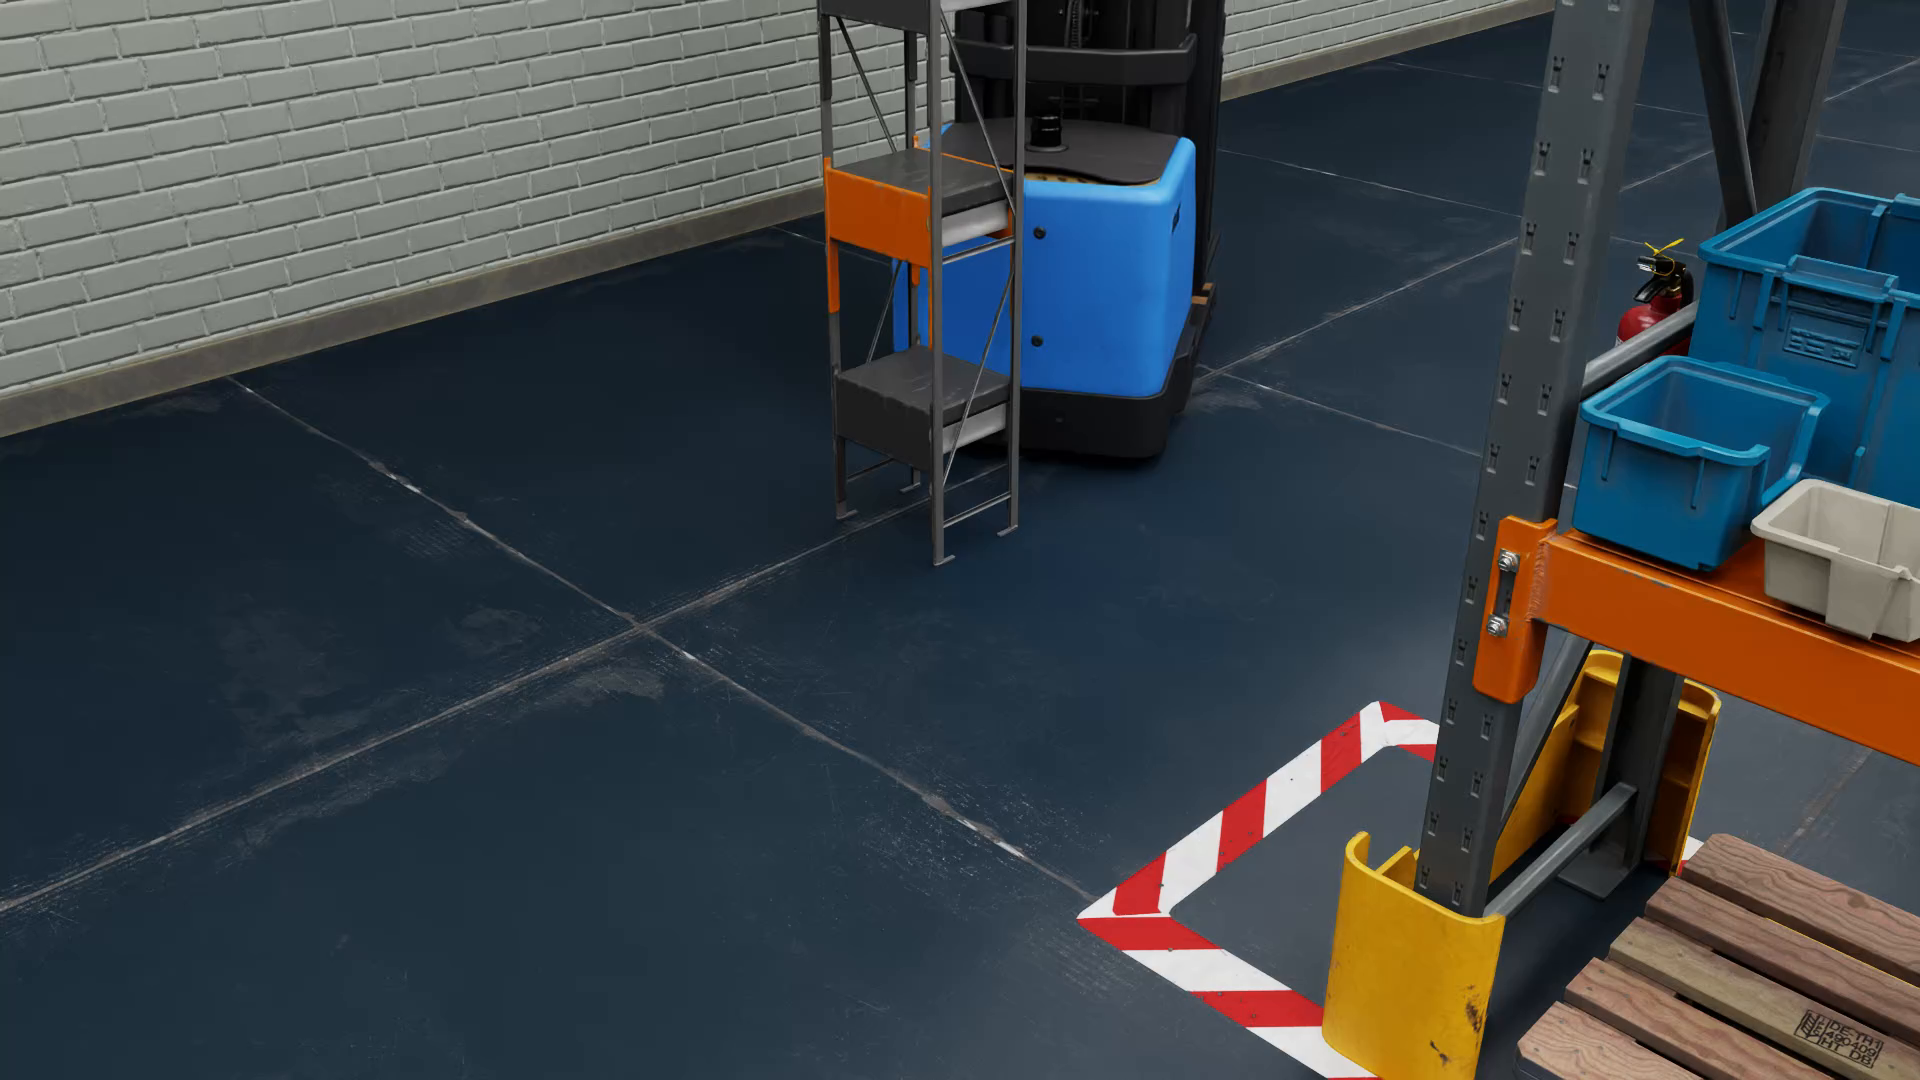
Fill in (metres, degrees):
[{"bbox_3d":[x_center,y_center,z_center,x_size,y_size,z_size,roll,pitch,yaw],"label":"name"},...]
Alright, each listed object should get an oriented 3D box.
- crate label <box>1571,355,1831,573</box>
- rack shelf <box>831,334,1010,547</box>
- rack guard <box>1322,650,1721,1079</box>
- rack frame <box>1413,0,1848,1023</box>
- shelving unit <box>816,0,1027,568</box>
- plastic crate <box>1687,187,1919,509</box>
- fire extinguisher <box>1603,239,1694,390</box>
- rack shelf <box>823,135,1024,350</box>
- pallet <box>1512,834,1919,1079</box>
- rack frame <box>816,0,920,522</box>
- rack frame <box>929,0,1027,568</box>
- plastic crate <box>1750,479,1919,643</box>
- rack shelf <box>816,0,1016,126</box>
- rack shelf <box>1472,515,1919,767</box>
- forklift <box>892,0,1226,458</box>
[{"bbox_3d":[1.276,-0.132,2.894,0.303,0.233,0.416,25,36,38],"label":"crate label"},{"bbox_3d":[-0.118,-0.352,5.696,0.480,0.518,0.431,25,36,38],"label":"rack shelf"},{"bbox_3d":[1.305,0.733,3.818,0.348,0.500,1.175,25,36,38],"label":"rack guard"},{"bbox_3d":[1.331,-0.369,3.230,0.127,3.000,1.000,25,36,38],"label":"rack frame"},{"bbox_3d":[-0.118,-0.983,5.364,0.503,2.100,0.431,25,36,38],"label":"shelving unit"},{"bbox_3d":[1.701,-0.364,3.118,0.499,0.435,0.616,25,36,38],"label":"plastic crate"},{"bbox_3d":[1.542,-0.370,3.715,0.183,0.674,0.296,25,36,38],"label":"fire extinguisher"},{"bbox_3d":[-0.118,-0.971,5.370,0.480,0.518,0.431,25,36,38],"label":"rack shelf"},{"bbox_3d":[1.892,1.147,3.342,1.213,0.211,1.003,25,36,38],"label":"pallet"},{"bbox_3d":[-0.292,-1.063,5.515,0.015,2.100,0.400,25,36,38],"label":"rack frame"},{"bbox_3d":[0.056,-0.904,5.213,0.015,2.100,0.400,25,36,38],"label":"rack frame"},{"bbox_3d":[1.447,0.043,2.665,0.298,0.136,0.250,25,36,38],"label":"plastic crate"},{"bbox_3d":[-0.118,-1.591,5.045,0.480,0.518,0.431,25,36,38],"label":"rack shelf"},{"bbox_3d":[2.757,0.602,2.156,4.000,0.370,1.077,25,36,38],"label":"rack shelf"},{"bbox_3d":[0.575,-2.268,6.915,1.130,2.935,3.031,6,28,12],"label":"forklift"}]
